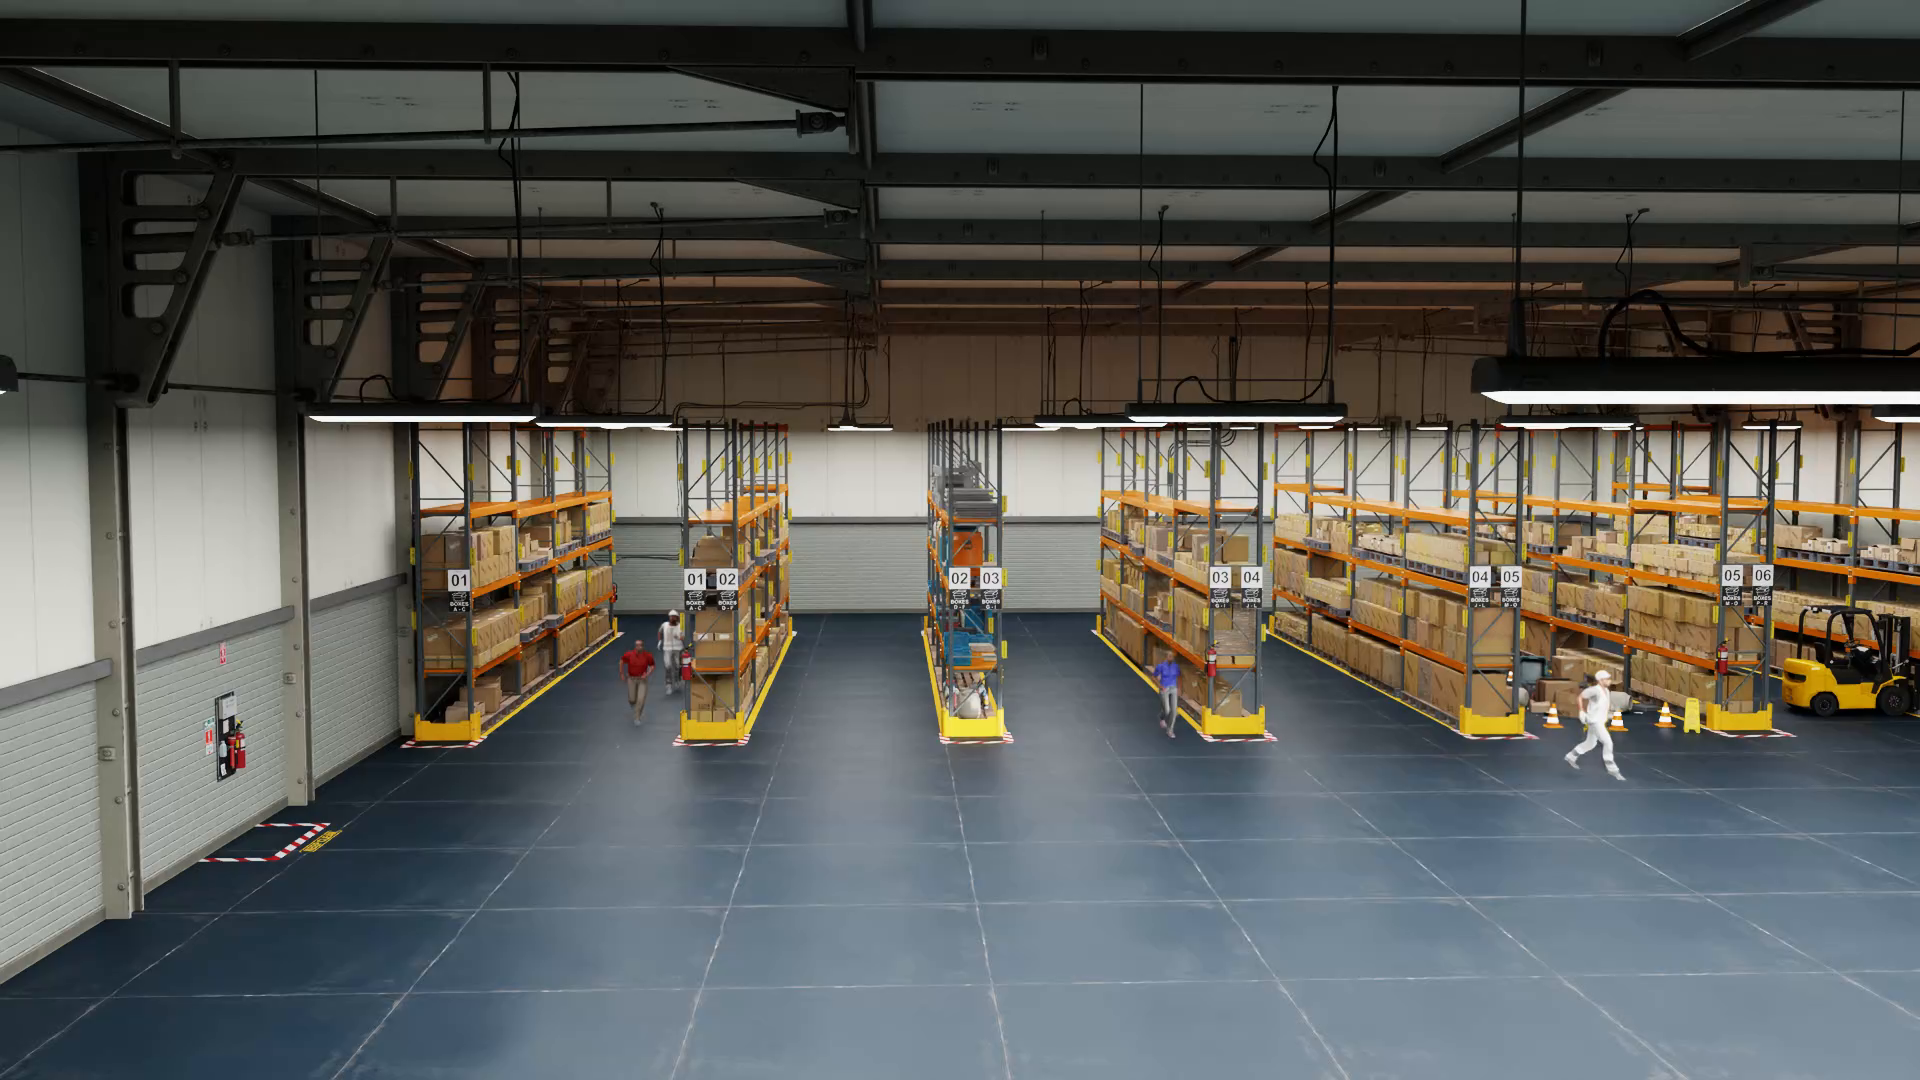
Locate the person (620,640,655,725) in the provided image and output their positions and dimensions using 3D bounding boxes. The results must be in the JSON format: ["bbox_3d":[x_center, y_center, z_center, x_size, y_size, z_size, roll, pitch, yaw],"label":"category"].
[{"bbox_3d":[-6.371,2.802,32.861,0.702,1.686,0.707,-1,4,-8],"label":"person"}]

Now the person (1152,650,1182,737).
[{"bbox_3d":[3.950,2.910,31.608,0.613,1.621,0.581,-1,4,-11],"label":"person"}]

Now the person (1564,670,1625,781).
[{"bbox_3d":[10.573,3.057,27.683,1.018,1.807,0.688,3,5,42],"label":"person"}]

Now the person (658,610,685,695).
[{"bbox_3d":[-6.351,2.467,36.795,0.666,1.839,0.810,-1,4,-9],"label":"person"}]
